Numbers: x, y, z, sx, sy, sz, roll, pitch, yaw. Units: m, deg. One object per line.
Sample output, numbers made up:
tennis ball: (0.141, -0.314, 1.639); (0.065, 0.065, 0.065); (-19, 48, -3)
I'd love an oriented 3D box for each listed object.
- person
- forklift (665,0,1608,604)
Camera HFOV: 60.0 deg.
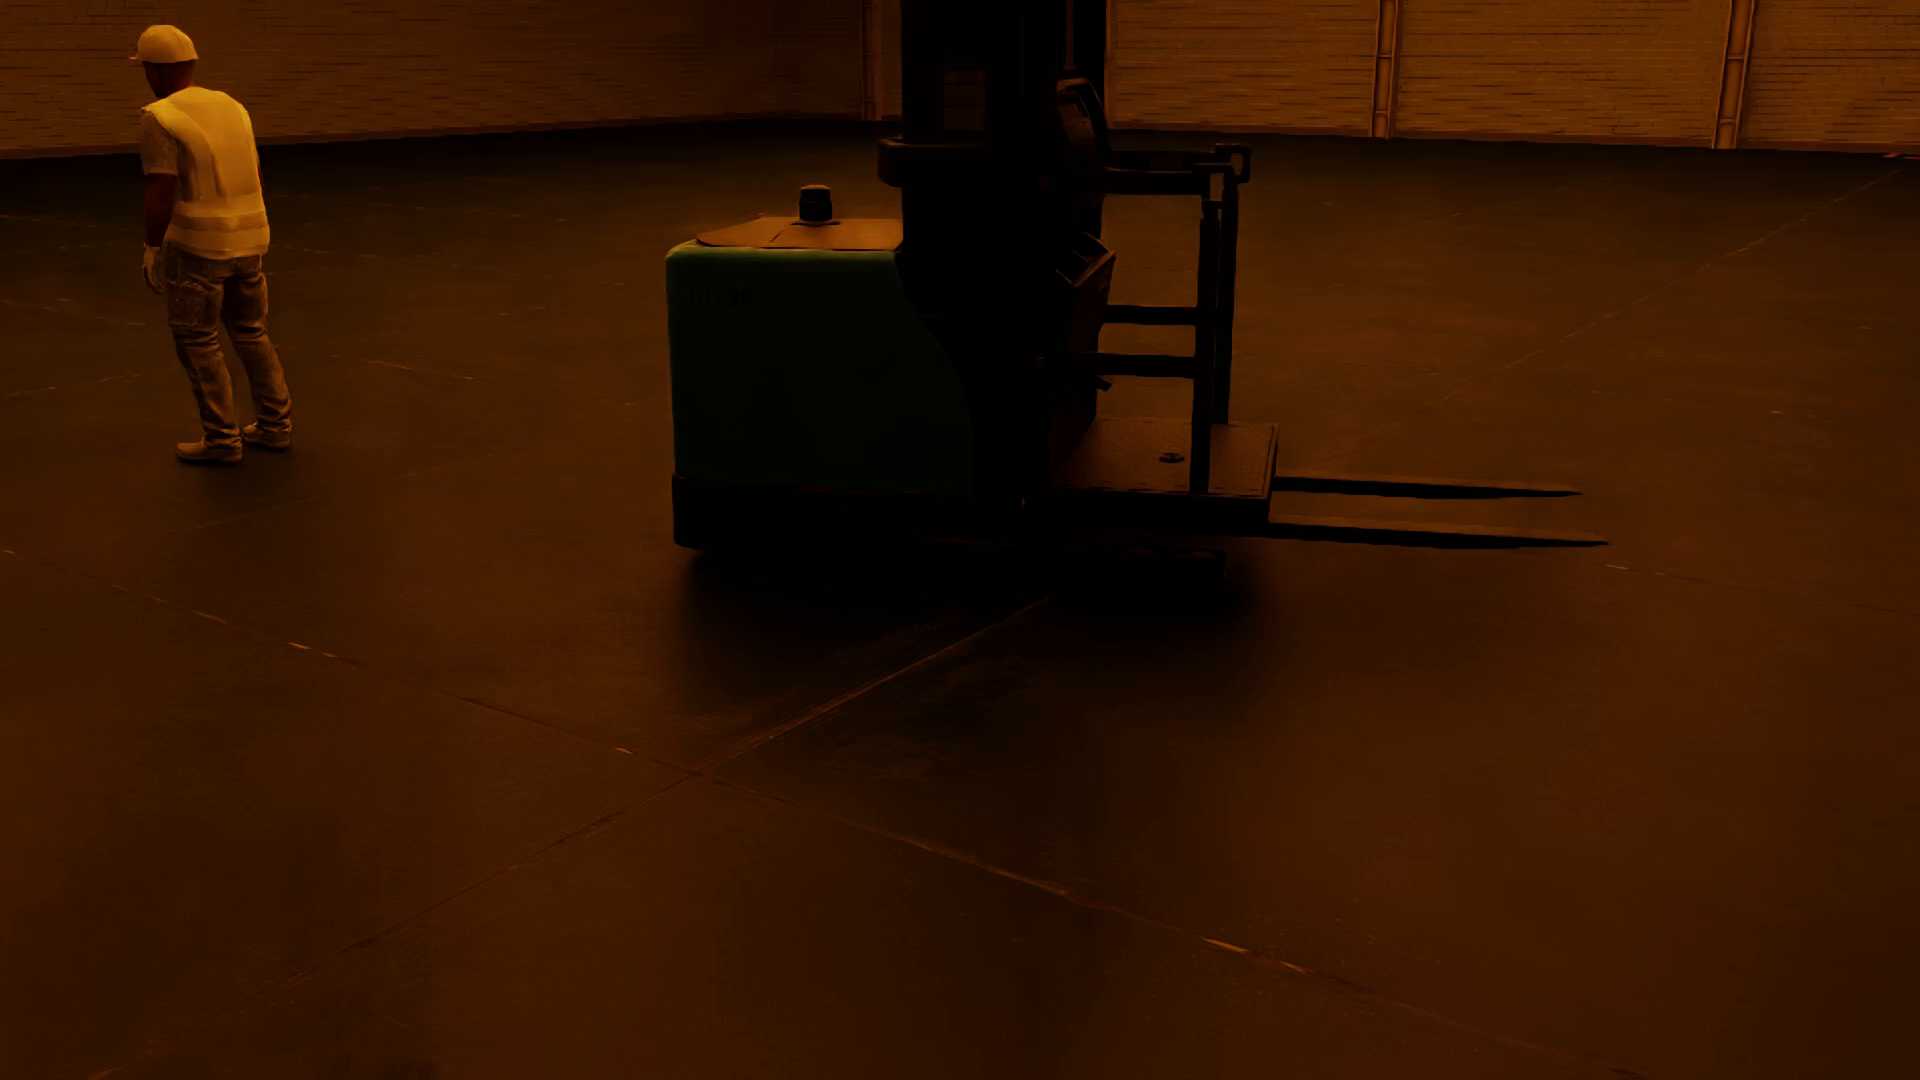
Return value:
person: (-3.132, -1.216, 6.923); (0.443, 1.776, 0.630); (6, 18, 20)
forklift: (0.595, -1.367, 5.404); (3.031, 2.935, 1.130); (4, 17, 12)
